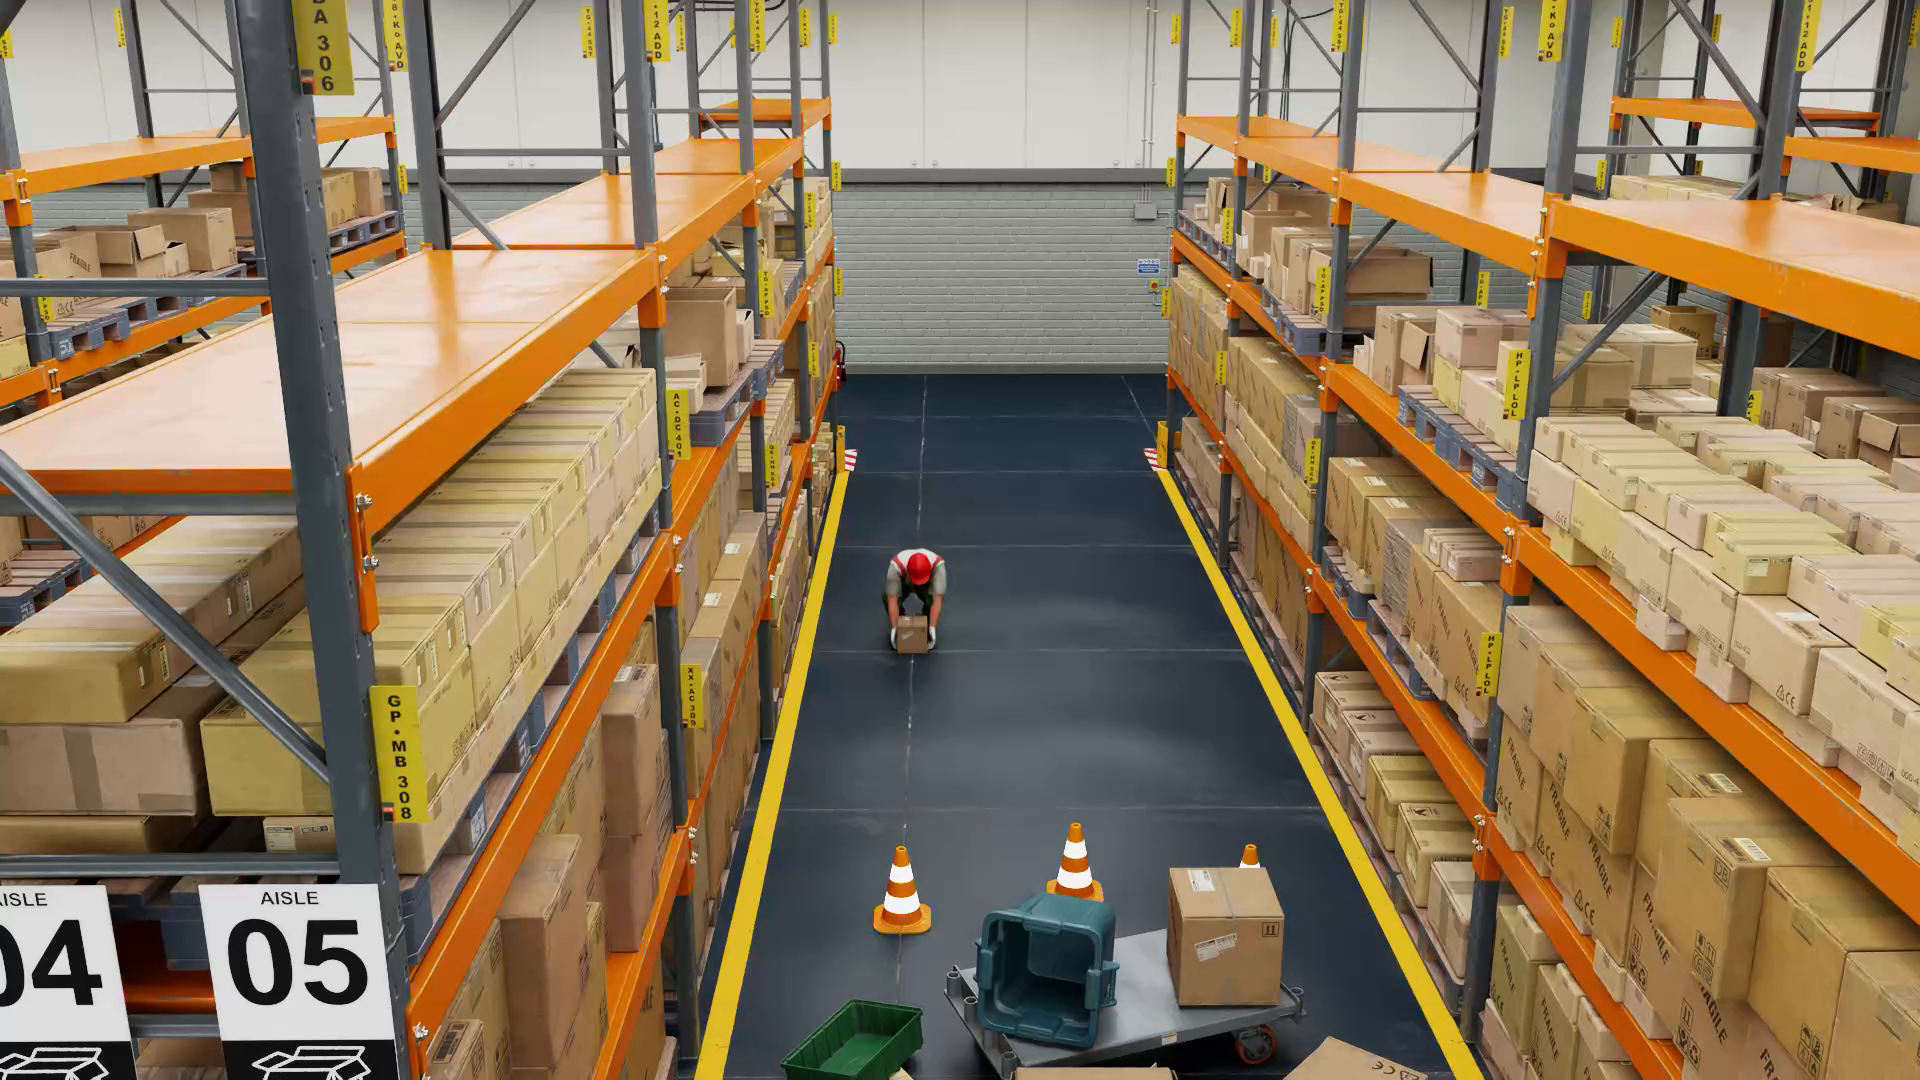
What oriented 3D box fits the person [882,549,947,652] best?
[{"bbox_3d":[-0.391,0.427,14.335,0.560,0.876,0.892,0,17,0],"label":"person"}]
